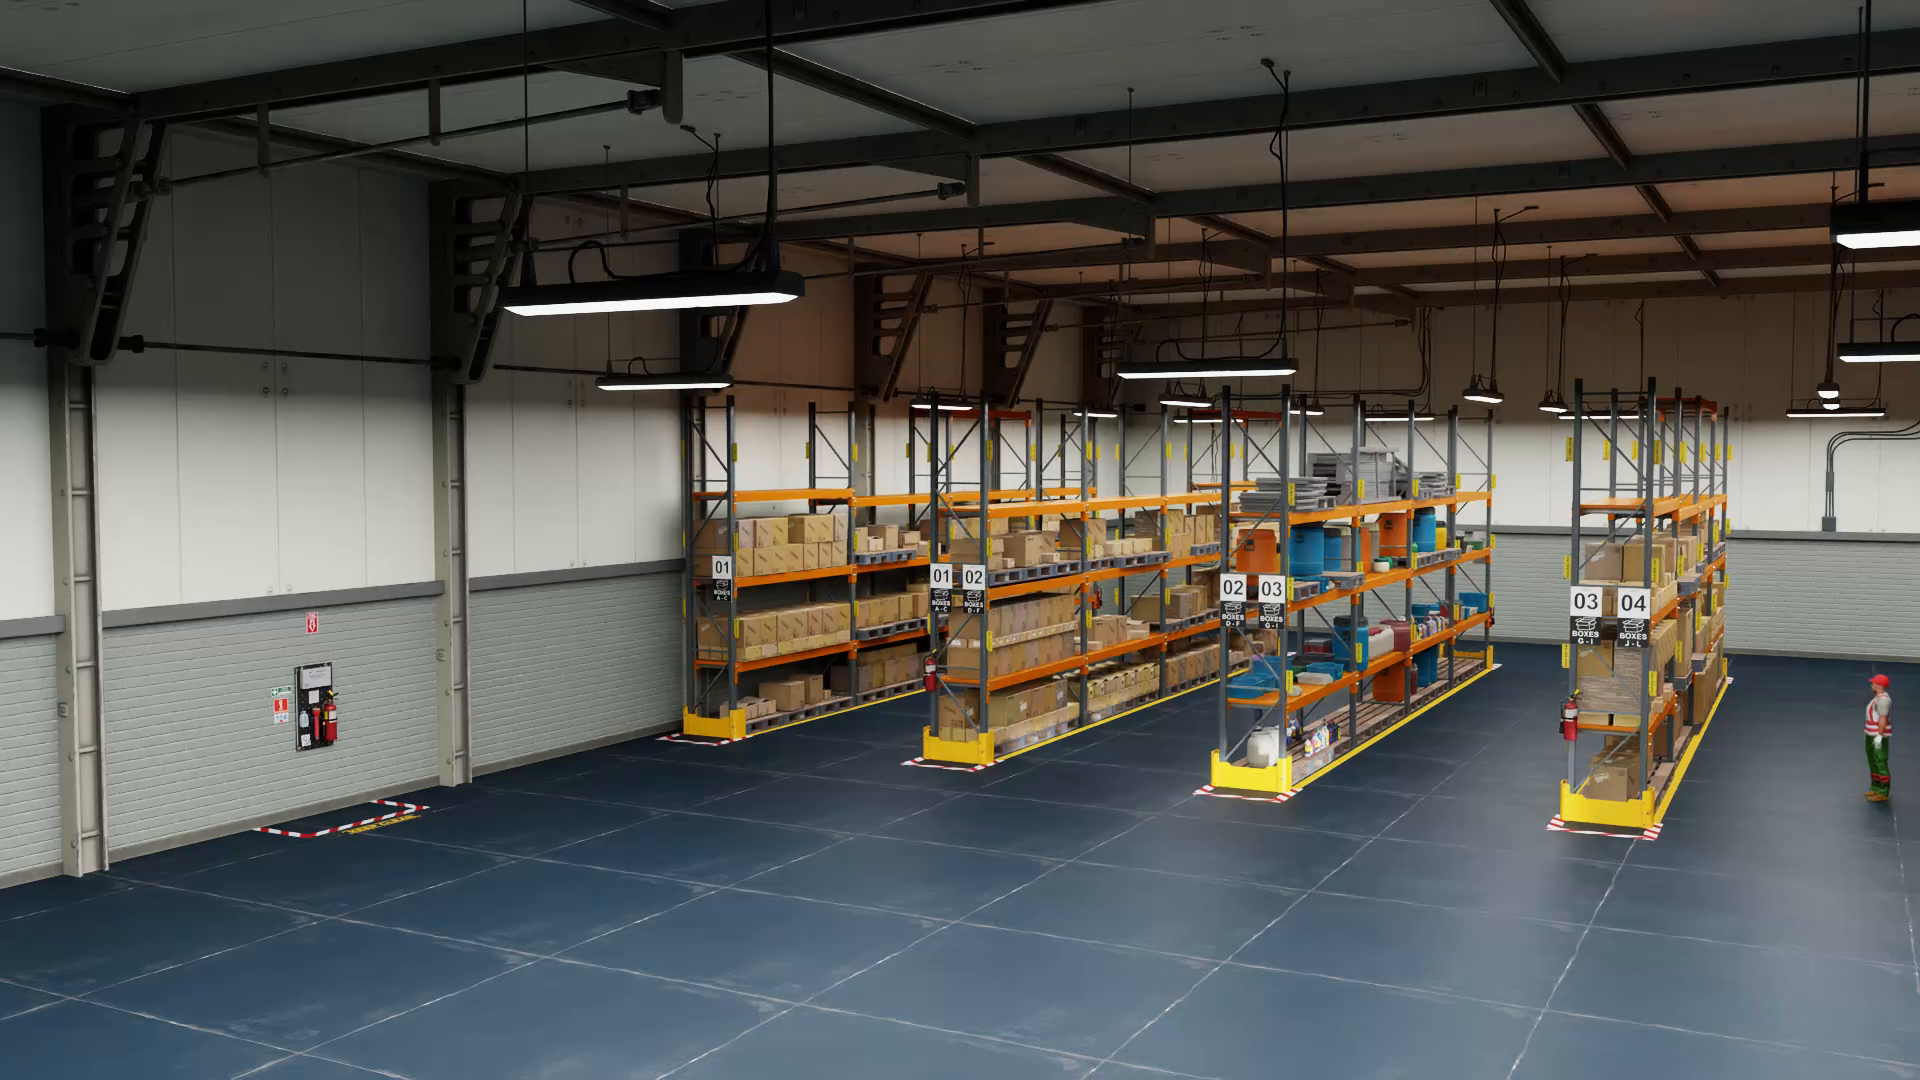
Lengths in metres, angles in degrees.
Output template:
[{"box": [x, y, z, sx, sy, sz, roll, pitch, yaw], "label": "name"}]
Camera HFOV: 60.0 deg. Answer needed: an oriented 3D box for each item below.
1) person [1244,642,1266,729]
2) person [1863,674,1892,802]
[{"box": [5.383, 2.666, 30.078, 0.574, 1.639, 0.703, 0, 3, -7], "label": "person"}, {"box": [13.250, 2.839, 24.031, 0.430, 1.794, 0.567, 0, 3, 7], "label": "person"}]
